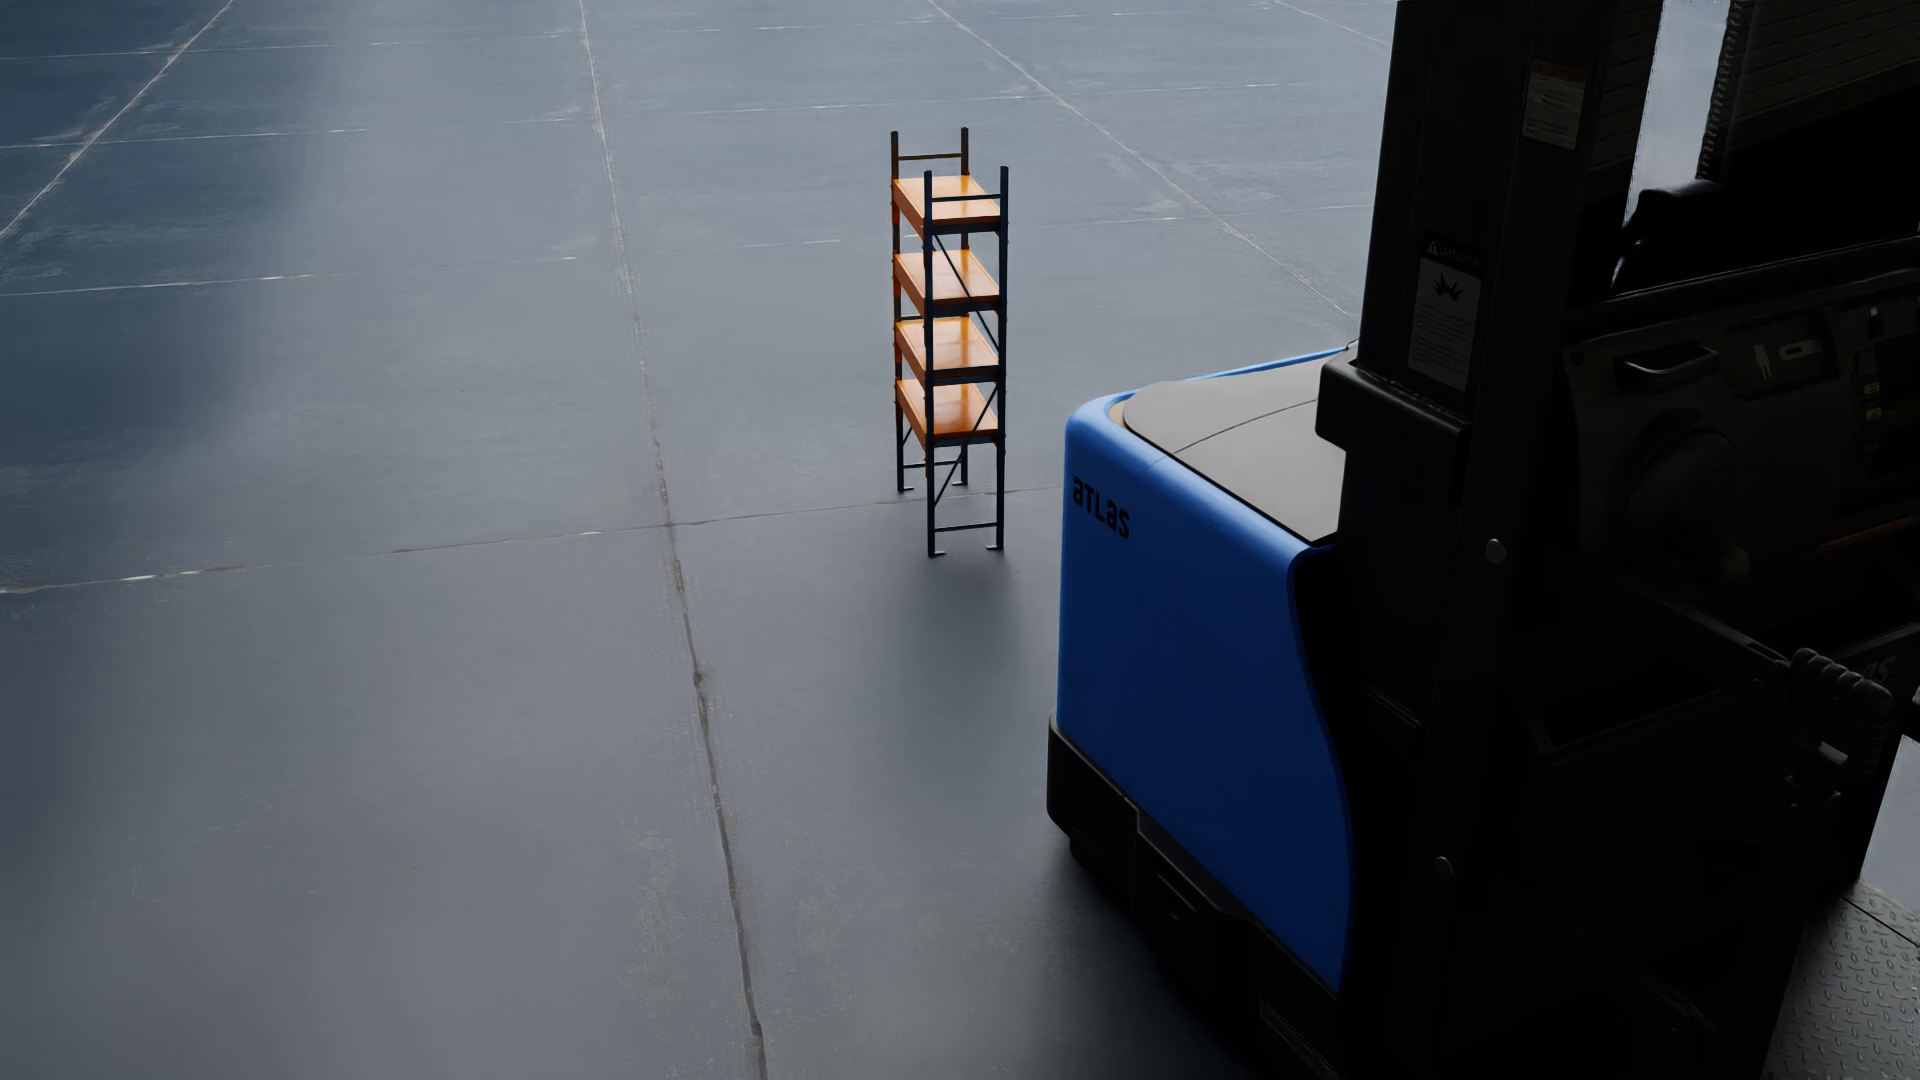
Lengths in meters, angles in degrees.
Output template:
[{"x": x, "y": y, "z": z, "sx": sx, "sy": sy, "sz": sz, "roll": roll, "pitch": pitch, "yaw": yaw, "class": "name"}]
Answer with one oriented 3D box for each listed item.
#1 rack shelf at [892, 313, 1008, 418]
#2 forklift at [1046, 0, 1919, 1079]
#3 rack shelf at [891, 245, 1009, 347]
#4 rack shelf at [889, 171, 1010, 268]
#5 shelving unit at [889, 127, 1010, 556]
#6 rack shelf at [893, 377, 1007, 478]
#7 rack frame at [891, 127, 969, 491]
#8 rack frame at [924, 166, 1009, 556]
[{"x": -0.037, "y": -0.548, "z": 5.154, "sx": 0.258, "sy": 0.148, "sz": 0.480, "roll": -6, "pitch": 27, "yaw": -12, "class": "rack shelf"}, {"x": 1.336, "y": -0.150, "z": 2.295, "sx": 1.130, "sy": 2.935, "sz": 3.031, "roll": -13, "pitch": 30, "yaw": -25, "class": "forklift"}, {"x": -0.037, "y": -0.748, "z": 5.053, "sx": 0.258, "sy": 0.148, "sz": 0.480, "roll": -6, "pitch": 27, "yaw": -12, "class": "rack shelf"}, {"x": -0.037, "y": -0.959, "z": 4.947, "sx": 0.258, "sy": 0.148, "sz": 0.480, "roll": -6, "pitch": 27, "yaw": -12, "class": "rack shelf"}, {"x": -0.037, "y": -0.608, "z": 5.124, "sx": 0.258, "sy": 1.200, "sz": 0.503, "roll": -6, "pitch": 27, "yaw": -12, "class": "shelving unit"}, {"x": -0.037, "y": -0.371, "z": 5.243, "sx": 0.258, "sy": 0.148, "sz": 0.480, "roll": -6, "pitch": 27, "yaw": -12, "class": "rack shelf"}, {"x": -0.092, "y": -0.715, "z": 5.336, "sx": 0.240, "sy": 1.200, "sz": 0.015, "roll": -6, "pitch": 27, "yaw": -12, "class": "rack frame"}, {"x": 0.018, "y": -0.501, "z": 4.911, "sx": 0.240, "sy": 1.200, "sz": 0.015, "roll": -6, "pitch": 27, "yaw": -12, "class": "rack frame"}]
